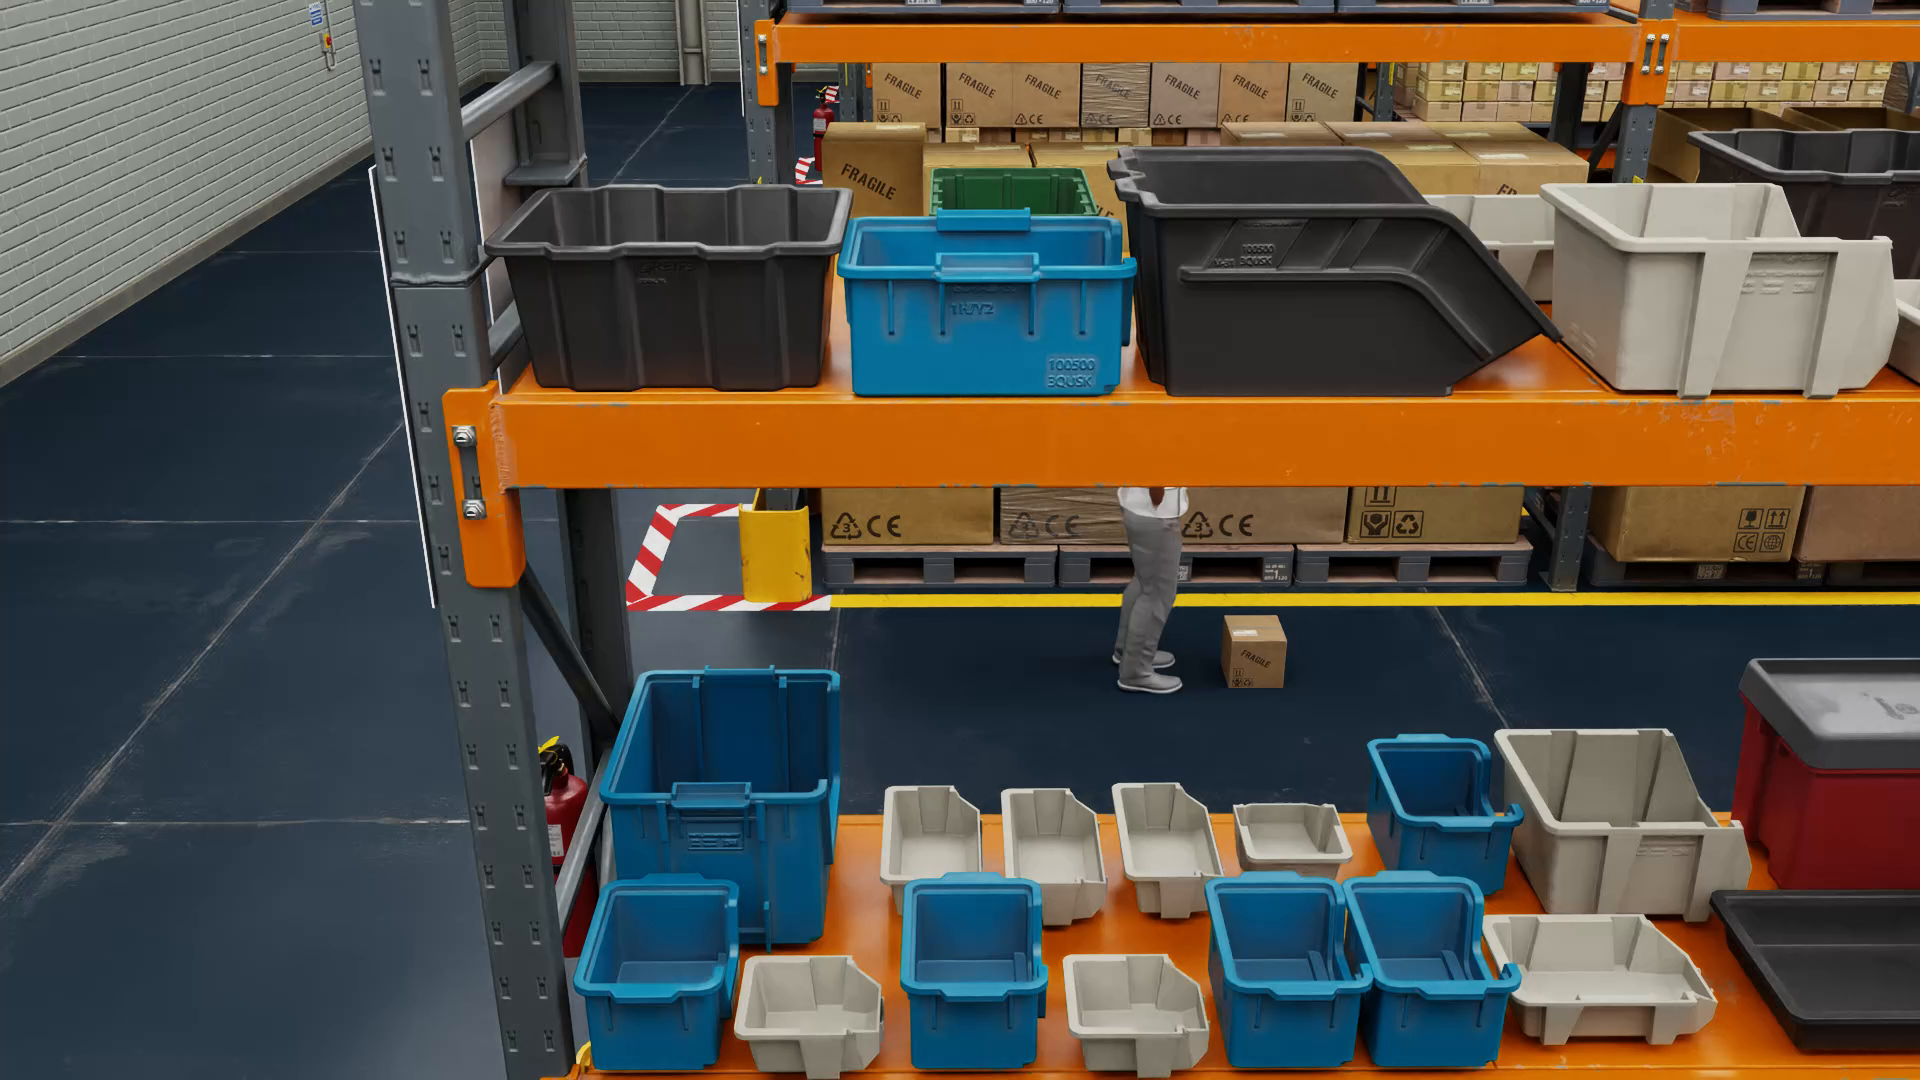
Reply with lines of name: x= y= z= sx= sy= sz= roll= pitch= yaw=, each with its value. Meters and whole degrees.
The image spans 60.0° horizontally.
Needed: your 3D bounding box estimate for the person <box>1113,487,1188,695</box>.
person: x=0.866 y=-0.129 z=7.404 sx=0.340 sy=1.659 sz=0.438 roll=0 pitch=24 yaw=1
